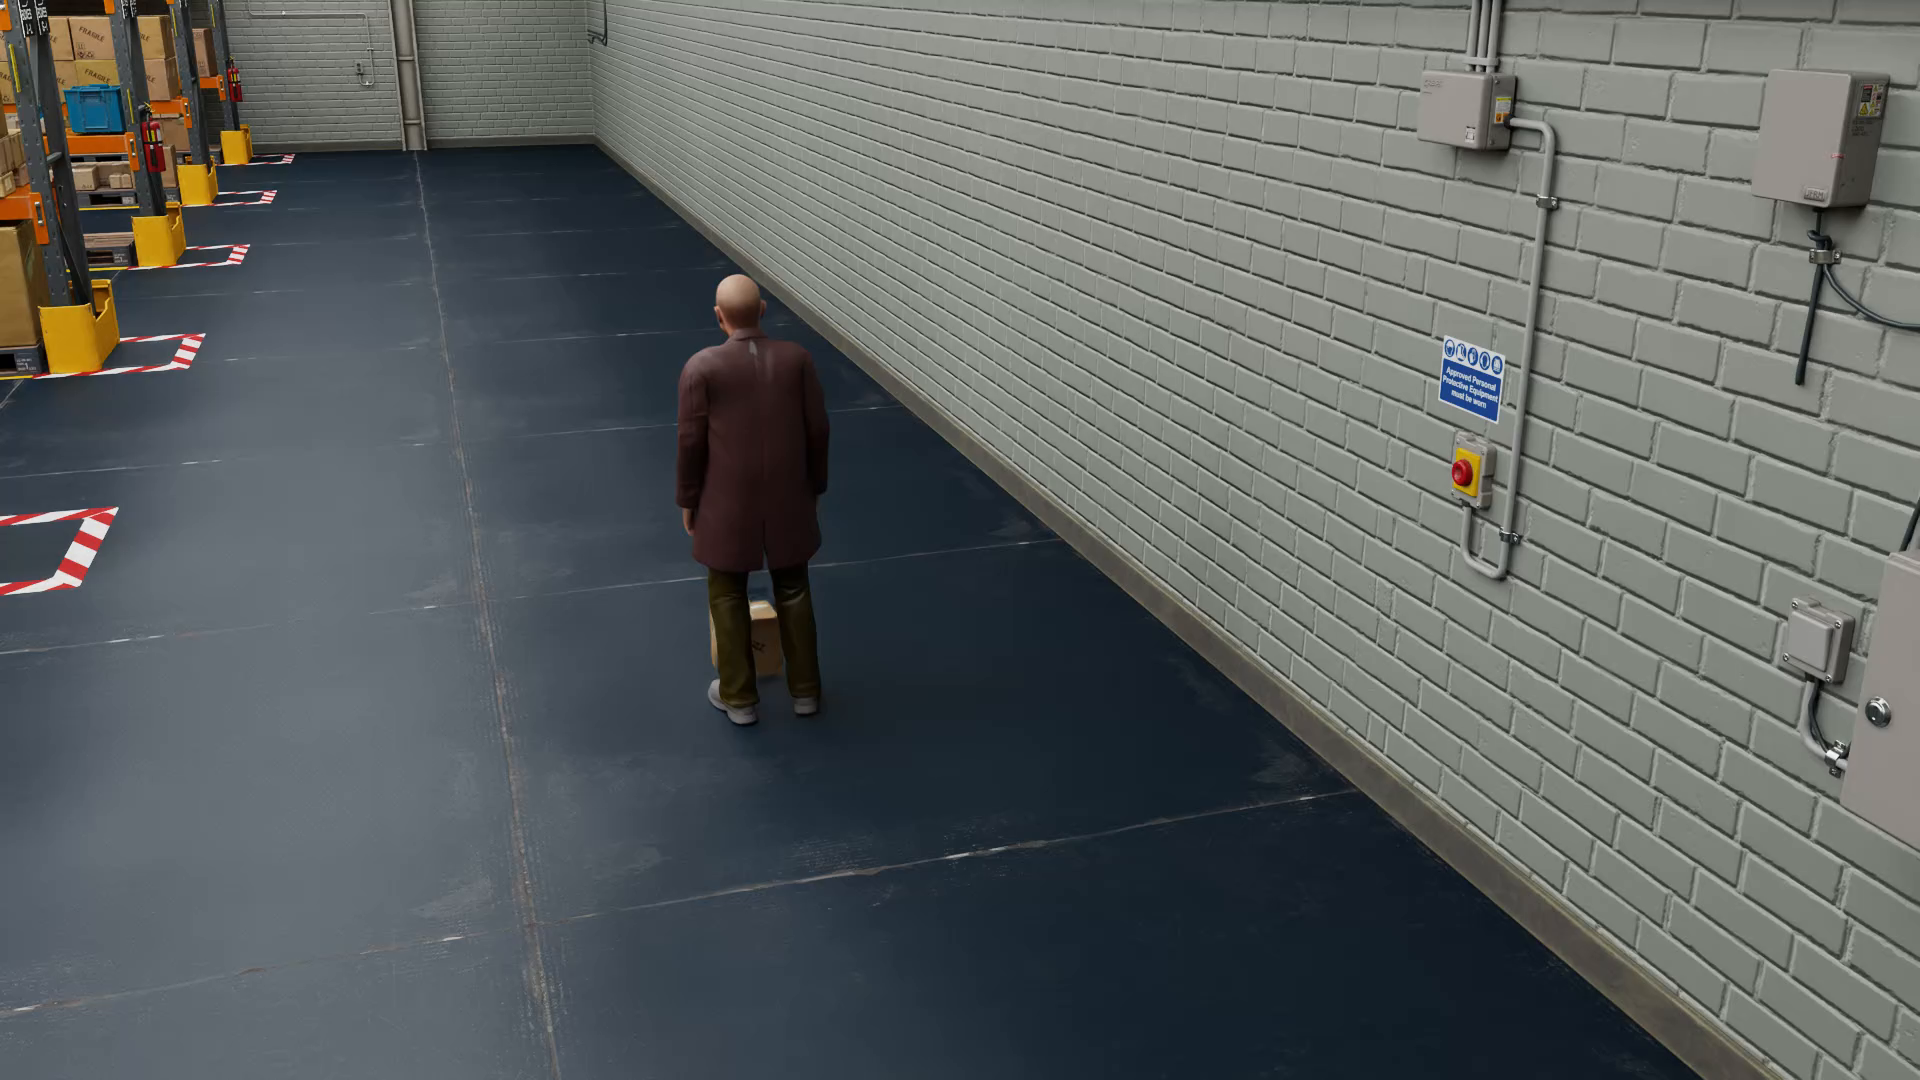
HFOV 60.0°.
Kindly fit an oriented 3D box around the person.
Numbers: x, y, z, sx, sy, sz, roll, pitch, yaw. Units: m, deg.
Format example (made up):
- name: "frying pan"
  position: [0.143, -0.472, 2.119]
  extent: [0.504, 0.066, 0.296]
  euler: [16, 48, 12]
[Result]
- name: "person"
  position: [-0.810, -0.152, 6.529]
  extent: [0.612, 1.774, 0.426]
  euler: [-7, 20, -19]
